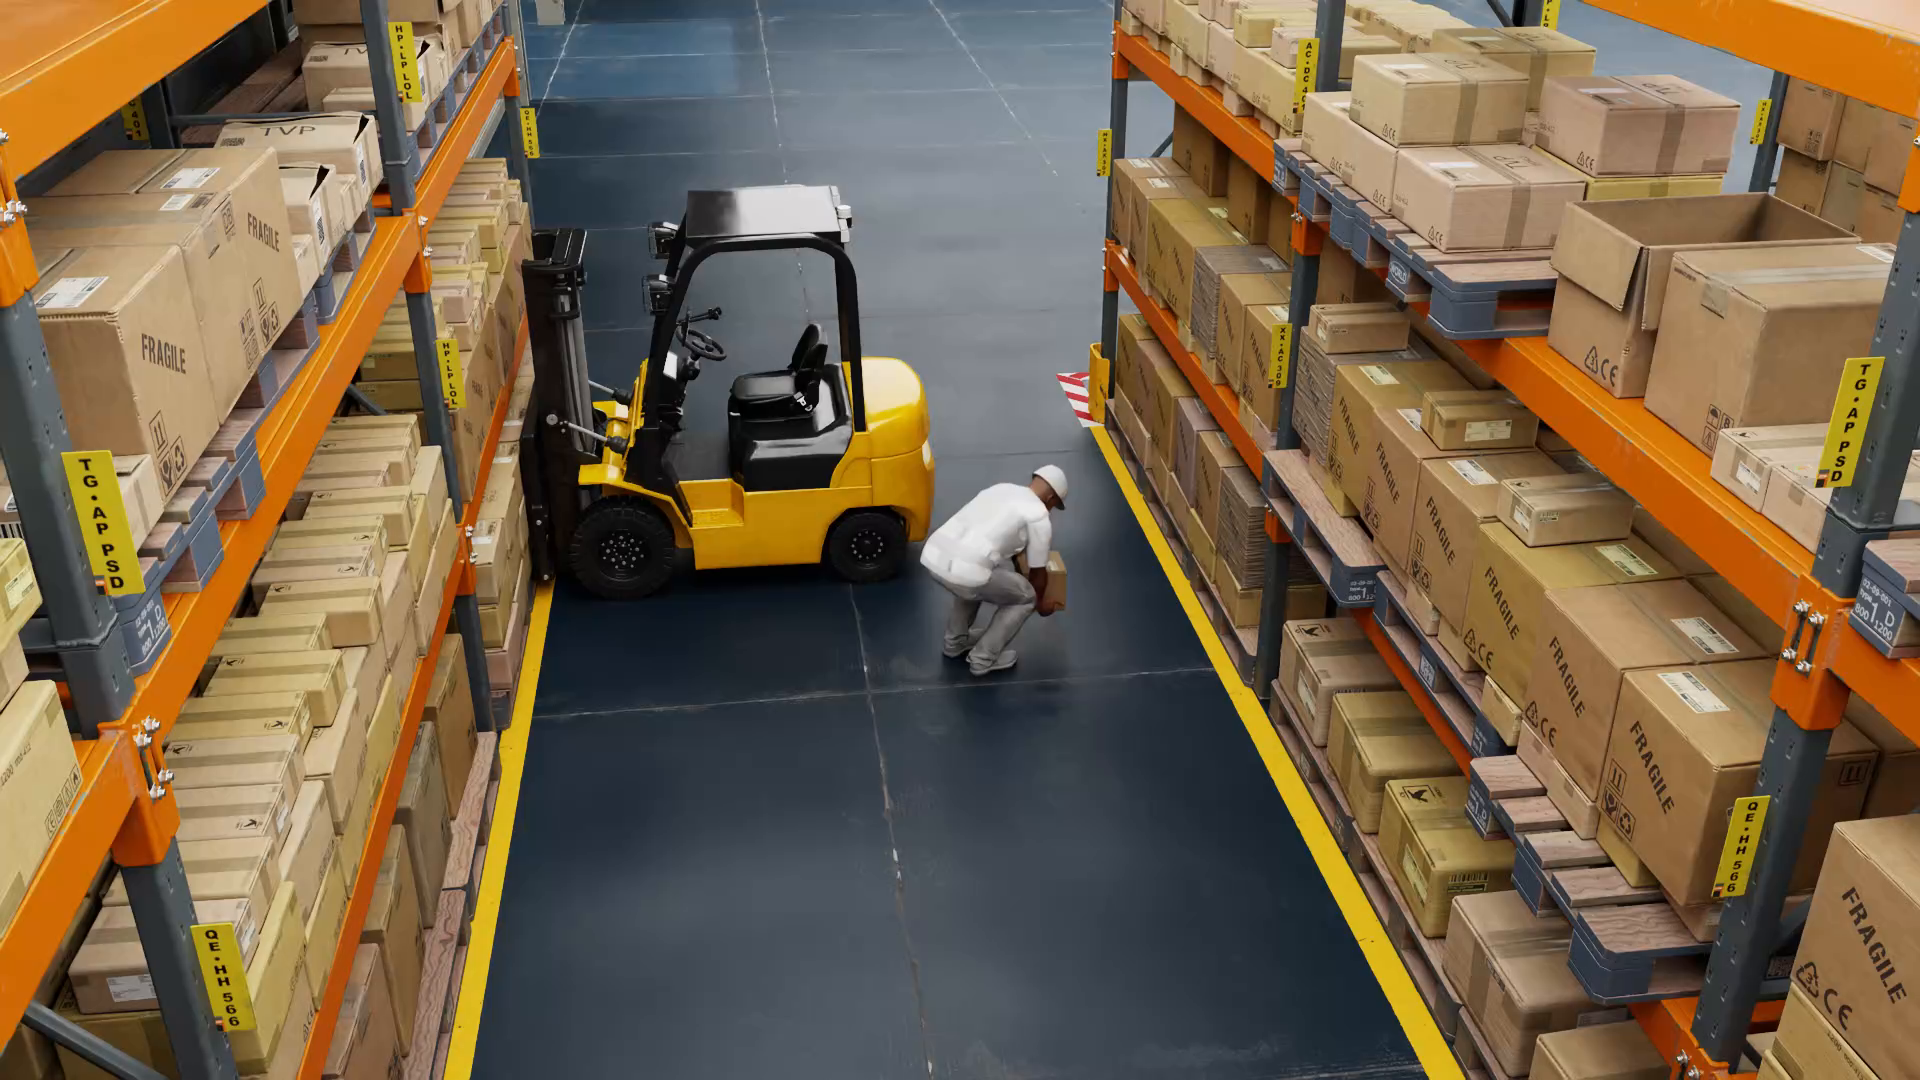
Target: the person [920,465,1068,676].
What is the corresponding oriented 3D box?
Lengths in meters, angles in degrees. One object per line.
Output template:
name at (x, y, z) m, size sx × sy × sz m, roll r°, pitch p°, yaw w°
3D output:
person at (0.218, 0.155, 9.125) m, size 0.947 × 1.009 × 0.526 m, roll -20°, pitch 33°, yaw -34°
